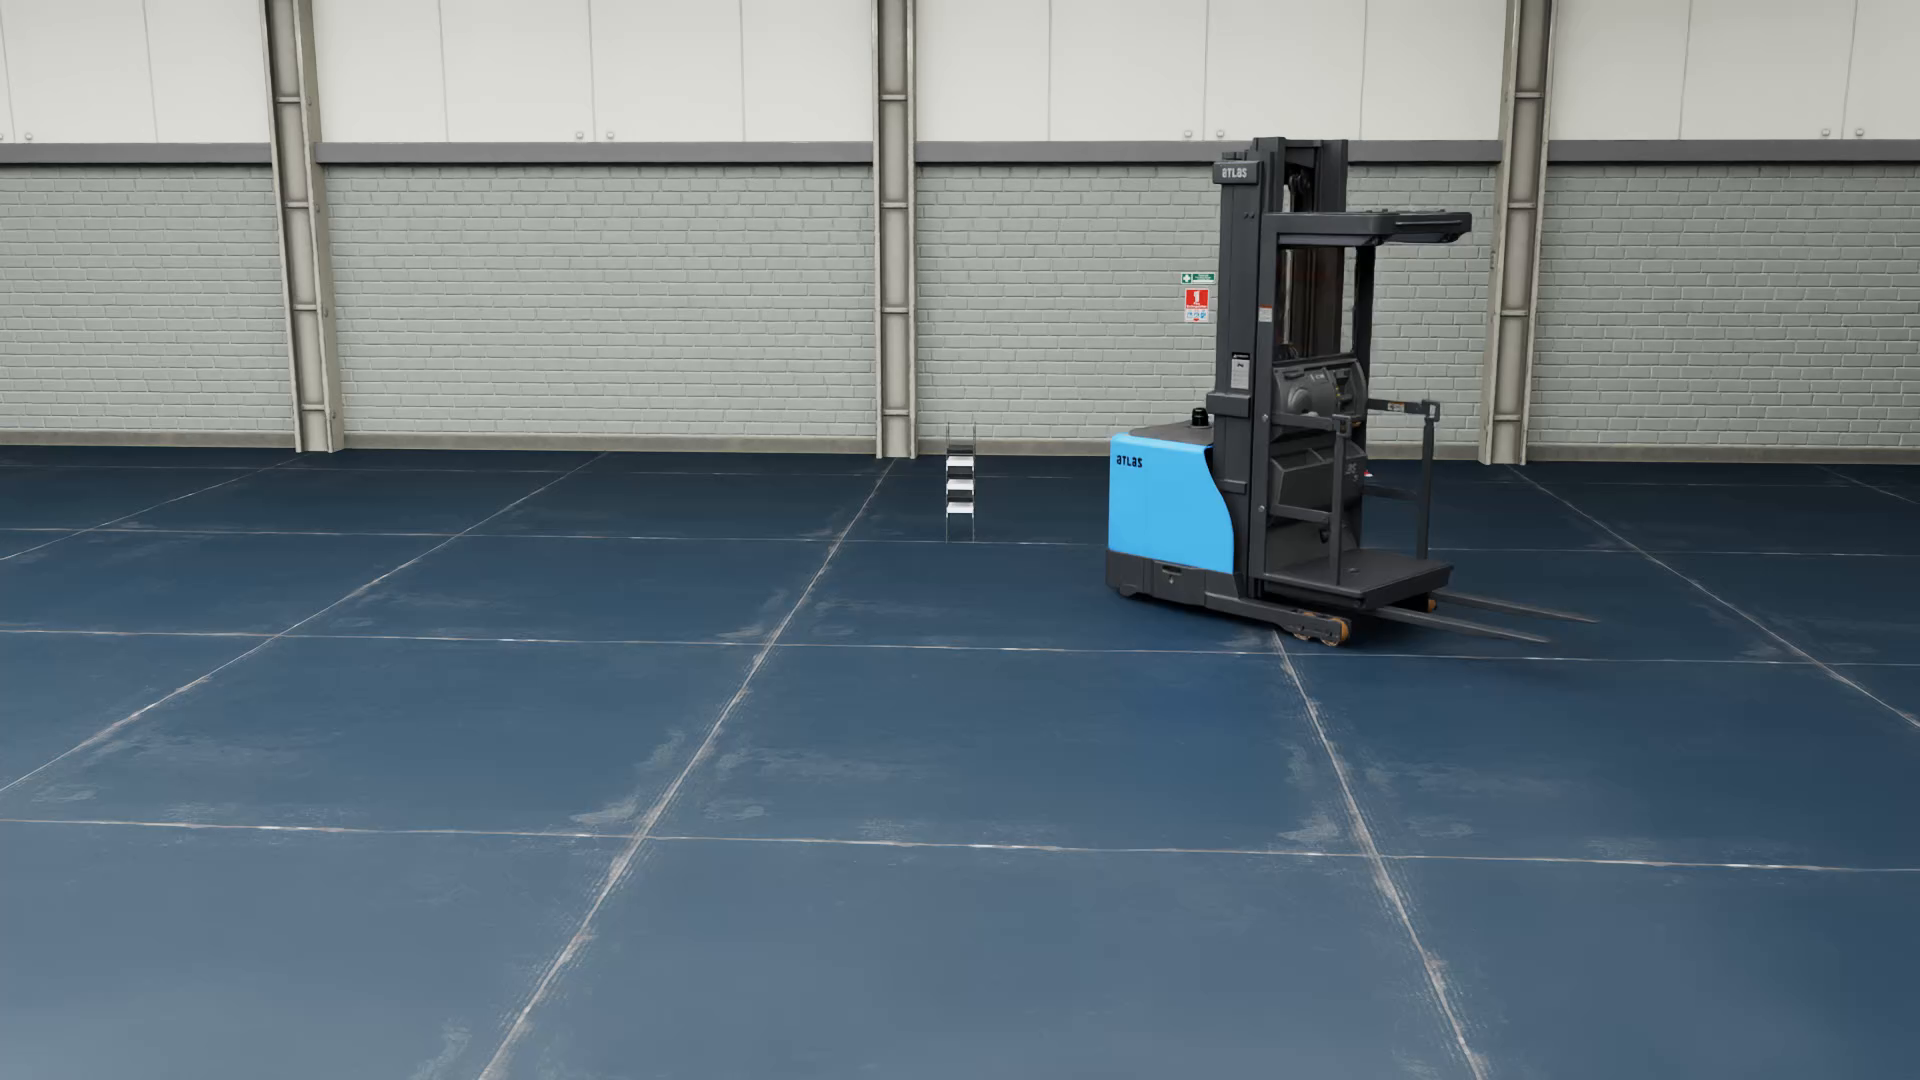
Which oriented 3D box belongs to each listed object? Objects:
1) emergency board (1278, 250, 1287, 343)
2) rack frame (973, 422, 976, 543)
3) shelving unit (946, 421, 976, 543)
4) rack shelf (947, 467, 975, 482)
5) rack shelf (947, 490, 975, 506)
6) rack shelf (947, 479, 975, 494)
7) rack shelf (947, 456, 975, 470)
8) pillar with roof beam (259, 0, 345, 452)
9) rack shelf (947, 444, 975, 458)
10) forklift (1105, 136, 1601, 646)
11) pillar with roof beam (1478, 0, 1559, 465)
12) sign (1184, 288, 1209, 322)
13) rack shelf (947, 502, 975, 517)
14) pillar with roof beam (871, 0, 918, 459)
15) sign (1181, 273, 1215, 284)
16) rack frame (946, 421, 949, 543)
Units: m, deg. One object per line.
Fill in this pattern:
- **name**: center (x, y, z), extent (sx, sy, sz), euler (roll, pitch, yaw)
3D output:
- **emergency board**: center (2.890, -2.278, 16.334), extent (0.643, 1.169, 0.194), euler (1, 12, 4)
- **rack frame**: center (0.110, -0.439, 12.669), extent (0.006, 0.900, 0.240), euler (1, 12, 4)
- **shelving unit**: center (0.008, -0.440, 12.675), extent (0.210, 0.900, 0.258), euler (1, 12, 4)
- **rack shelf**: center (0.008, -0.496, 12.664), extent (0.200, 0.077, 0.258), euler (1, 12, 4)
- **rack shelf**: center (0.008, -0.320, 12.701), extent (0.200, 0.077, 0.258), euler (1, 12, 4)
- **rack shelf**: center (0.008, -0.408, 12.682), extent (0.200, 0.077, 0.258), euler (1, 12, 4)
- **rack shelf**: center (0.008, -0.584, 12.645), extent (0.200, 0.077, 0.258), euler (1, 12, 4)
- **pillar with roof beam**: center (-6.908, -4.458, 12.101), extent (0.400, 9.000, 9.100), euler (1, 12, 4)
- **rack shelf**: center (0.008, -0.672, 12.627), extent (0.200, 0.077, 0.258), euler (1, 12, 4)
- **forklift**: center (2.358, -0.929, 10.052), extent (1.130, 2.935, 3.031), euler (-11, 16, -44)
- **pillar with roof beam**: center (5.065, -4.294, 11.316), extent (0.400, 9.000, 9.100), euler (1, 12, 4)
- **sign**: center (2.345, -2.324, 16.467), extent (0.234, 0.329, 0.001), euler (1, 12, 4)
- **rack shelf**: center (0.008, -0.232, 12.719), extent (0.200, 0.077, 0.258), euler (1, 12, 4)
- **pillar with roof beam**: center (-0.922, -4.376, 11.709), extent (0.400, 9.000, 9.100), euler (1, 12, 4)
- **sign**: center (2.349, -2.582, 16.404), extent (0.331, 0.109, 0.001), euler (1, 12, 4)
- **rack frame**: center (-0.093, -0.442, 12.682), extent (0.006, 0.900, 0.240), euler (1, 12, 4)
